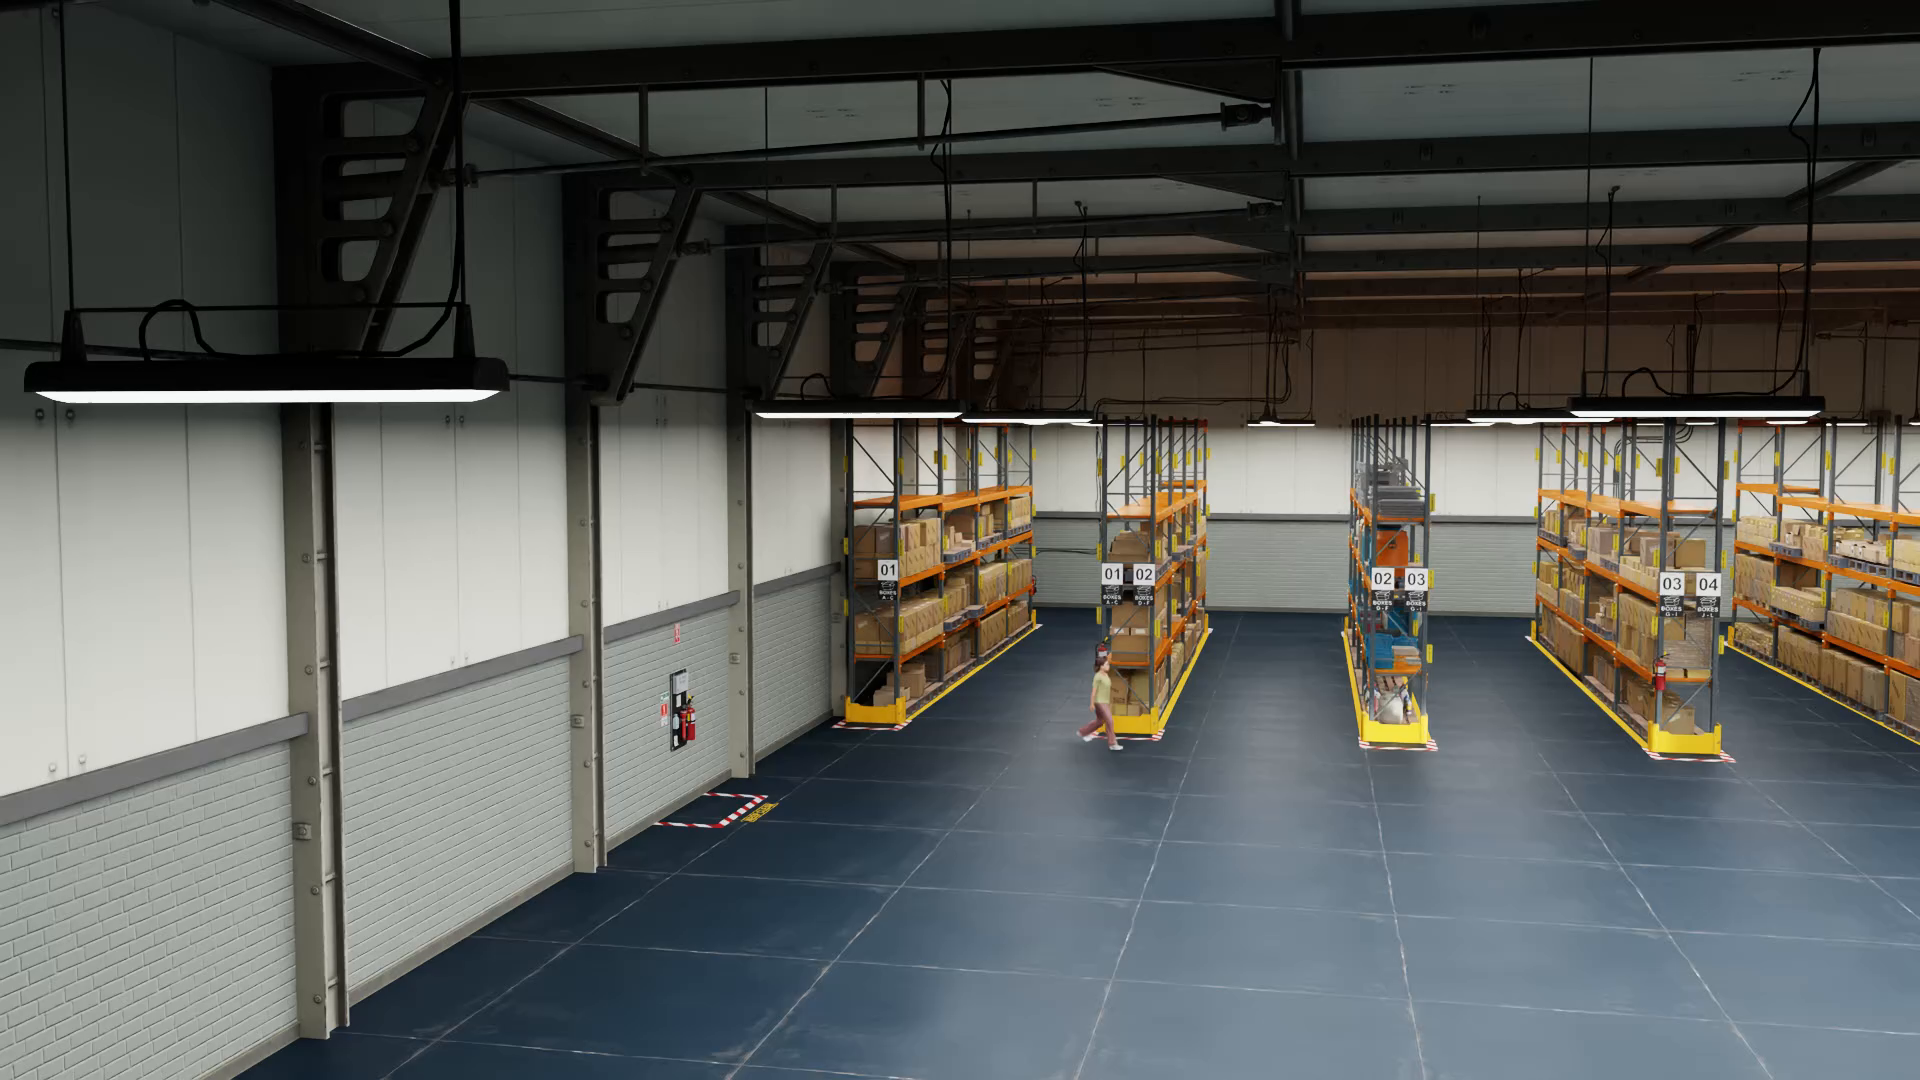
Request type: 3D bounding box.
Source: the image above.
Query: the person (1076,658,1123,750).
[{"bbox_3d":[2.526,2.918,29.903,1.011,1.618,0.458,2,4,27],"label":"person"}]

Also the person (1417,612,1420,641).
[{"bbox_3d":[12.319,1.896,45.109,0.397,1.717,0.529,1,4,10],"label":"person"}]
